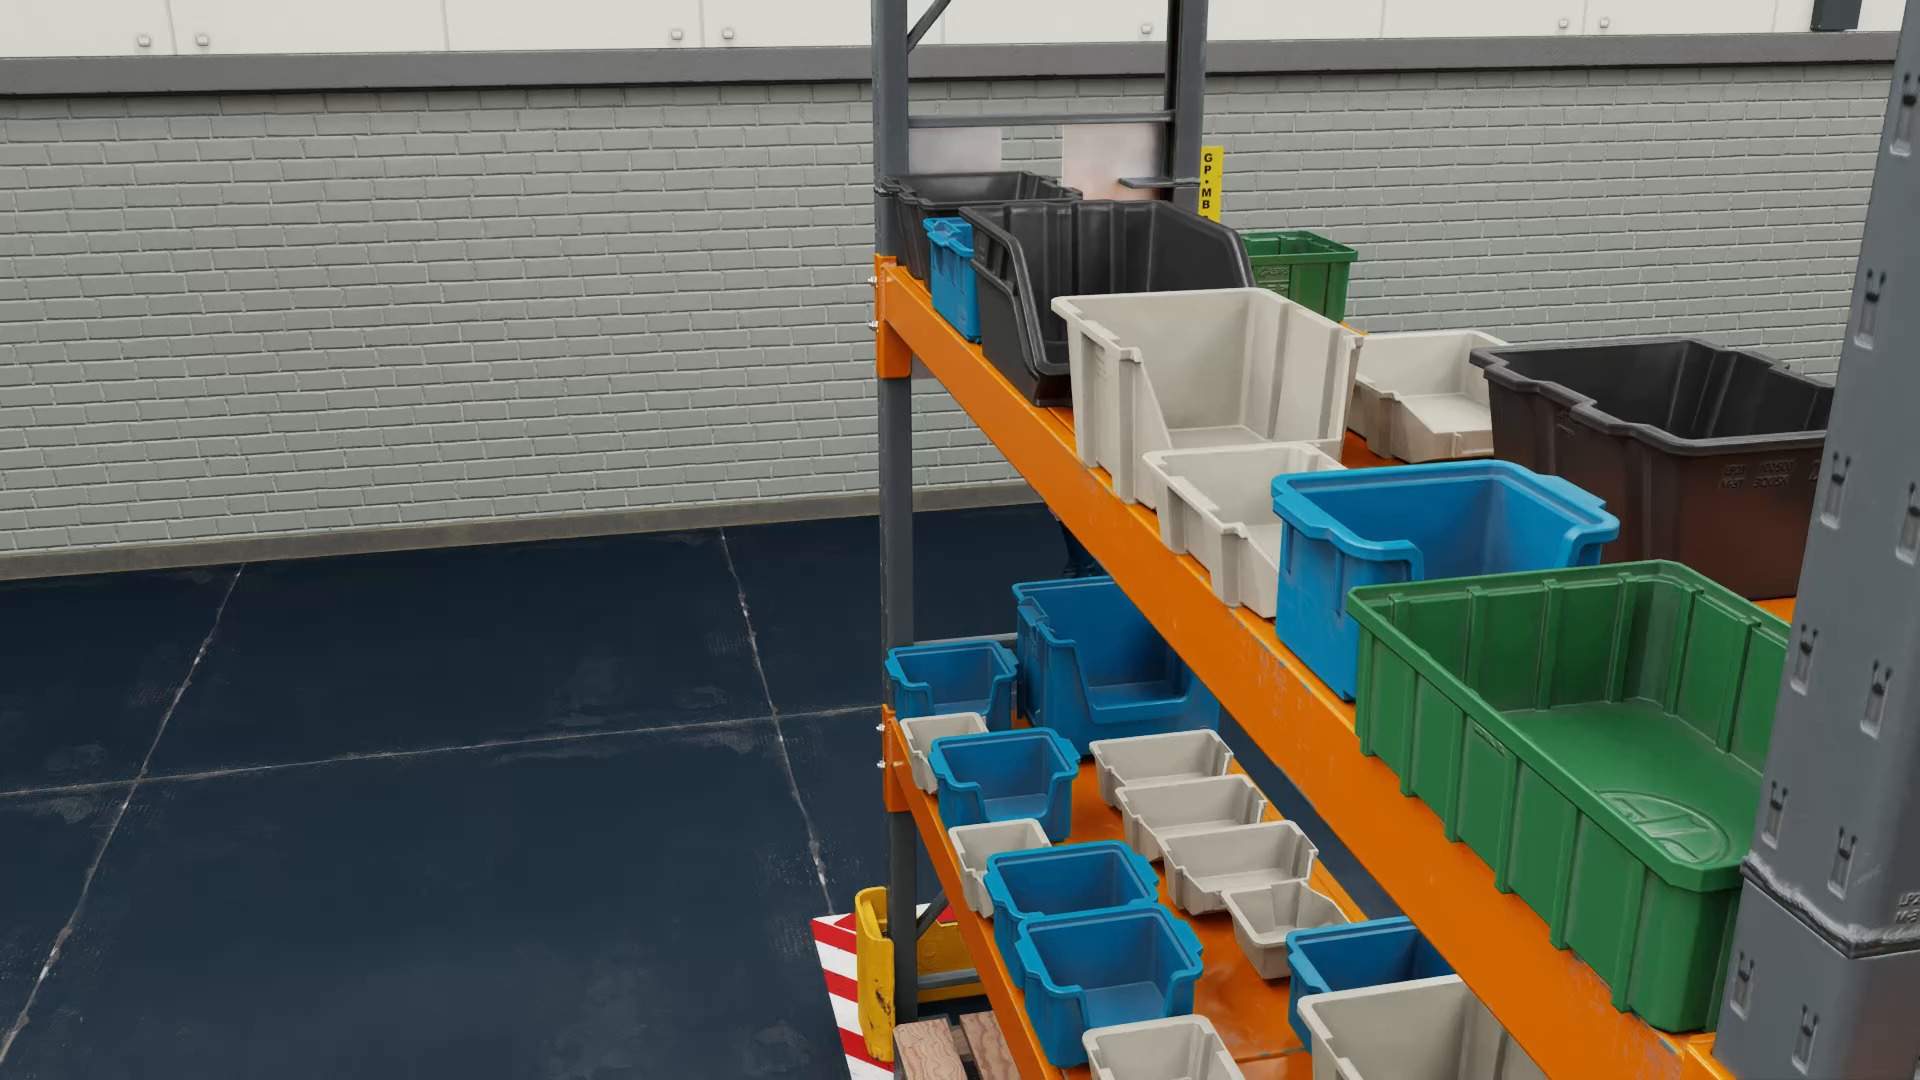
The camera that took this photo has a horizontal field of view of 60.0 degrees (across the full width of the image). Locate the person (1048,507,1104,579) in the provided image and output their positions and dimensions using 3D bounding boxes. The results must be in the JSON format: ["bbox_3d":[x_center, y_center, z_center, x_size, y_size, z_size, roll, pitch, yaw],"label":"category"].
[{"bbox_3d":[0.655,-0.067,9.067,0.341,1.392,0.460,-5,21,-14],"label":"person"}]
